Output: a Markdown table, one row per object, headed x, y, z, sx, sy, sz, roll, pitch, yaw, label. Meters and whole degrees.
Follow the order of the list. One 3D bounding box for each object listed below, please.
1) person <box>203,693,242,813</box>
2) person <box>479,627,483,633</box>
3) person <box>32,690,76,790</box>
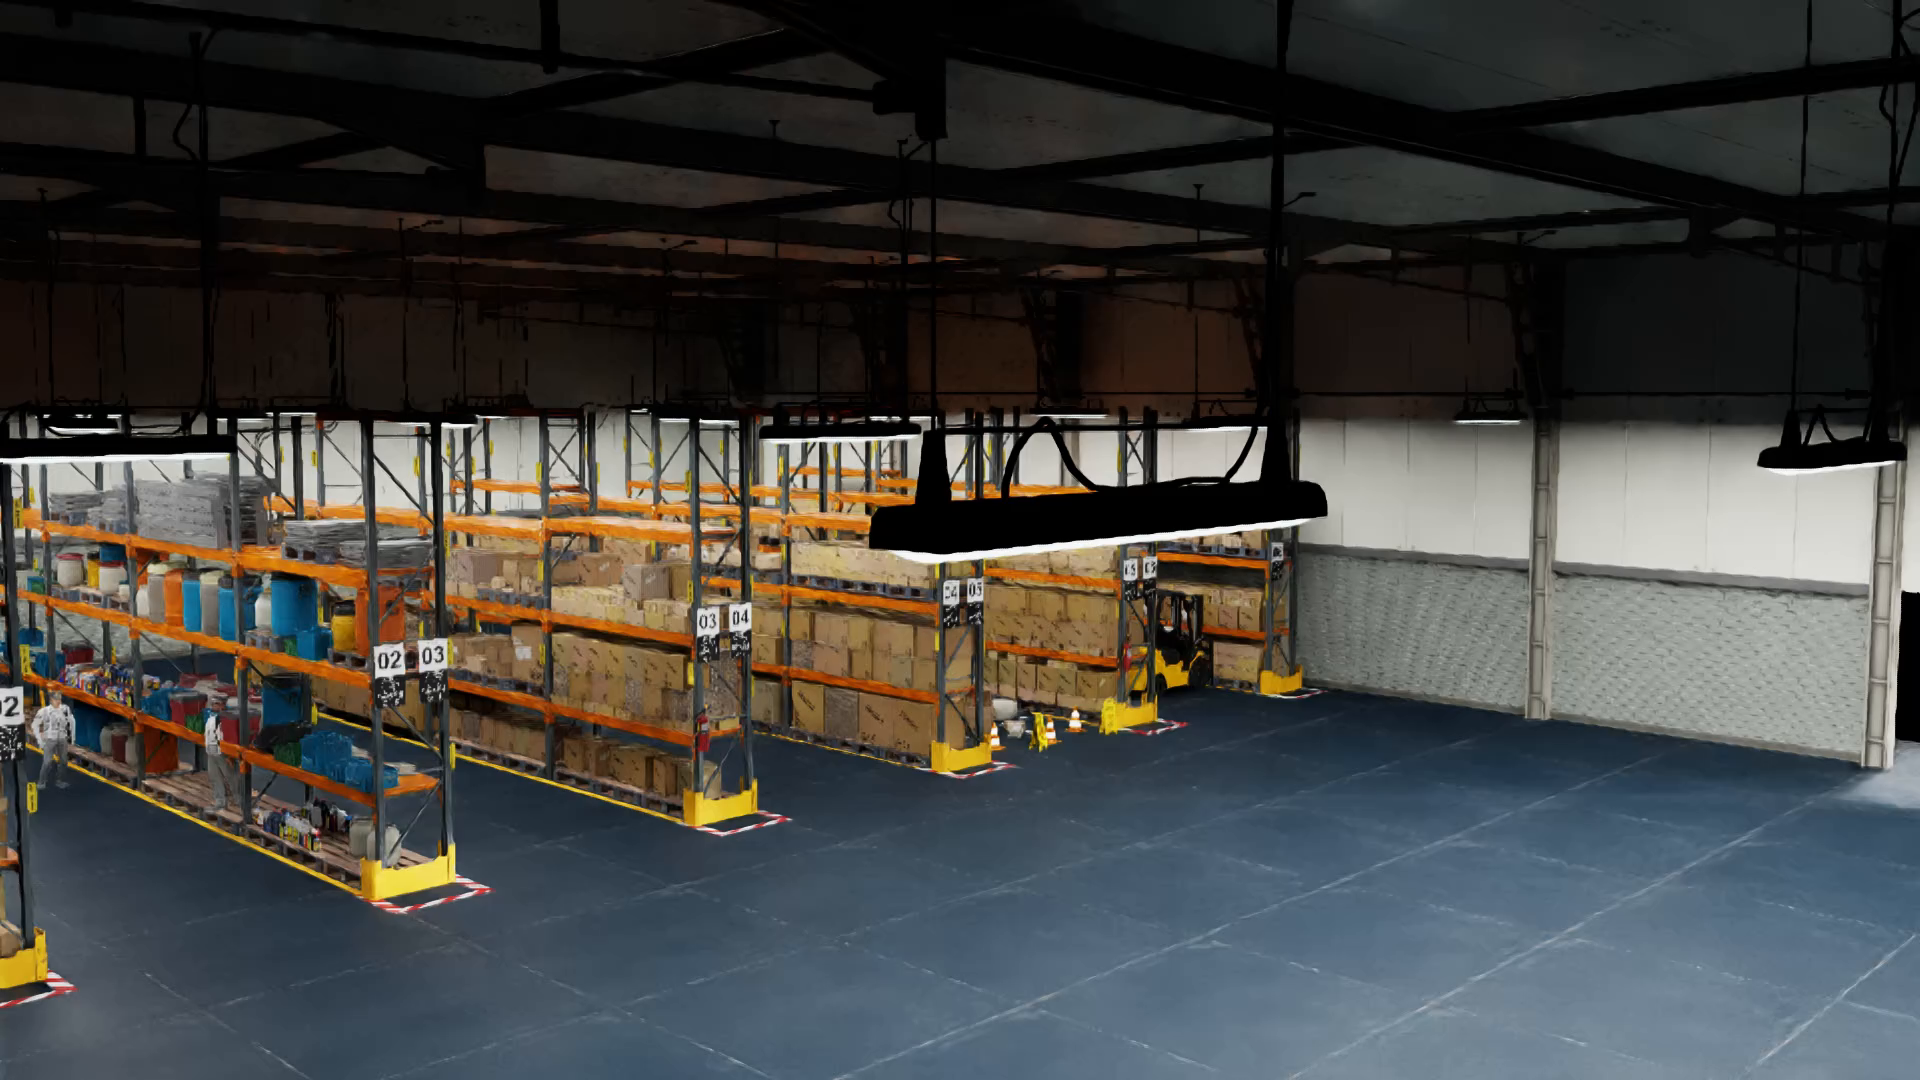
| x | y | z | sx | sy | sz | roll | pitch | yaw | label |
| --- | --- | --- | --- | --- | --- | --- | --- | --- | --- |
| -10.768 | 3.099 | 24.341 | 0.615 | 1.761 | 0.505 | 3 | 6 | 32 | person |
| -9.658 | 2.550 | 33.027 | 0.549 | 1.735 | 0.702 | 5 | 7 | 42 | person |
| -14.455 | 3.175 | 26.548 | 0.512 | 1.632 | 0.639 | 5 | 7 | 43 | person |
